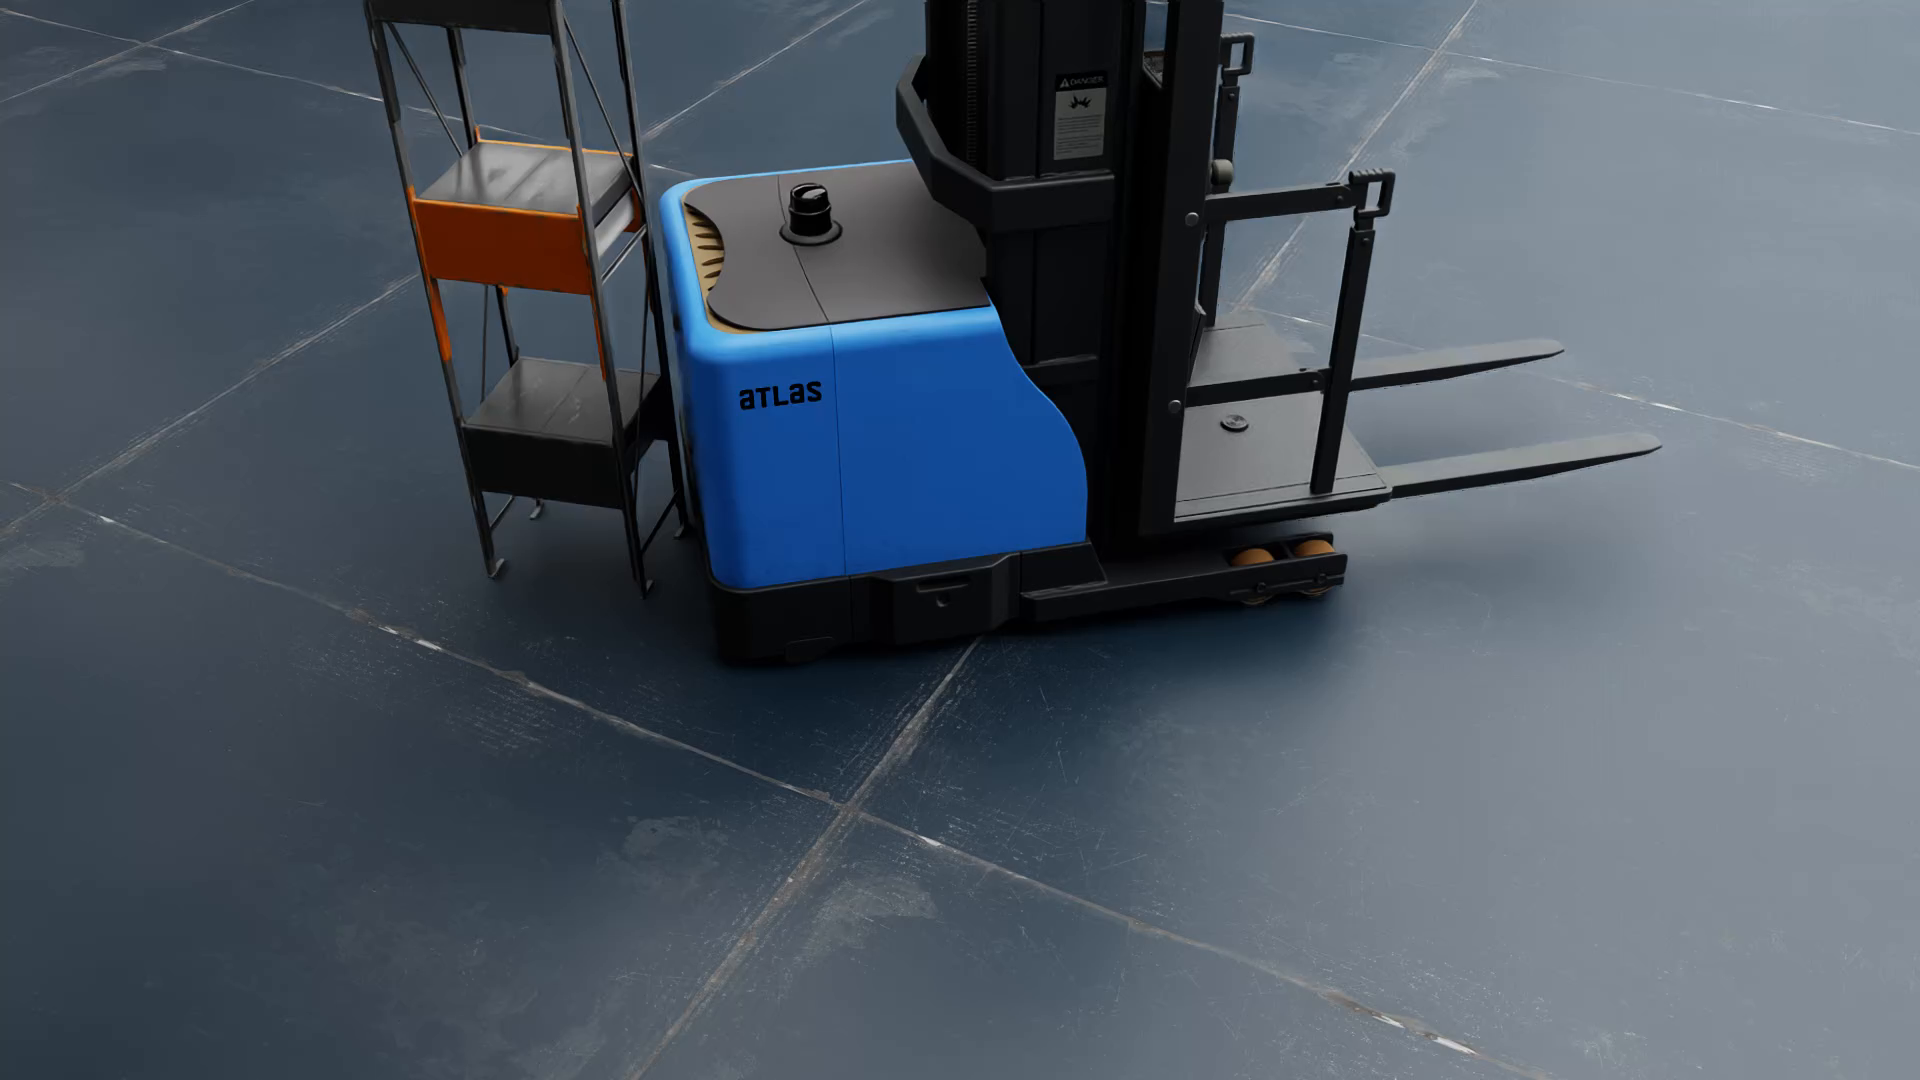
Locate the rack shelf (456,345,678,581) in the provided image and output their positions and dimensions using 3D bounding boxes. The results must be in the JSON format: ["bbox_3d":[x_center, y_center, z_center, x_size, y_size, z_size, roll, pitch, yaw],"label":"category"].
[{"bbox_3d":[-1.156,-0.235,5.003,0.480,0.518,0.431,7,38,10],"label":"rack shelf"}]

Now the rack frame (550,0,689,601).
[{"bbox_3d":[-0.918,-0.772,4.530,0.015,2.100,0.400,7,38,10],"label":"rack frame"}]

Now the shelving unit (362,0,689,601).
[{"bbox_3d":[-1.156,-0.803,4.571,0.503,2.100,0.431,7,38,10],"label":"shelving unit"}]

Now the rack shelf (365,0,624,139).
[{"bbox_3d":[-1.156,-1.350,4.156,0.480,0.518,0.431,7,38,10],"label":"rack shelf"}]

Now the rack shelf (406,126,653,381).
[{"bbox_3d":[-1.156,-0.792,4.579,0.480,0.518,0.431,7,38,10],"label":"rack shelf"}]

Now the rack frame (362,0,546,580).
[{"bbox_3d":[-1.395,-0.834,4.612,0.015,2.100,0.400,7,38,10],"label":"rack frame"}]

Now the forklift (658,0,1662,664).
[{"bbox_3d":[0.681,-1.279,4.510,3.031,2.935,1.130,-8,38,-10],"label":"forklift"}]
